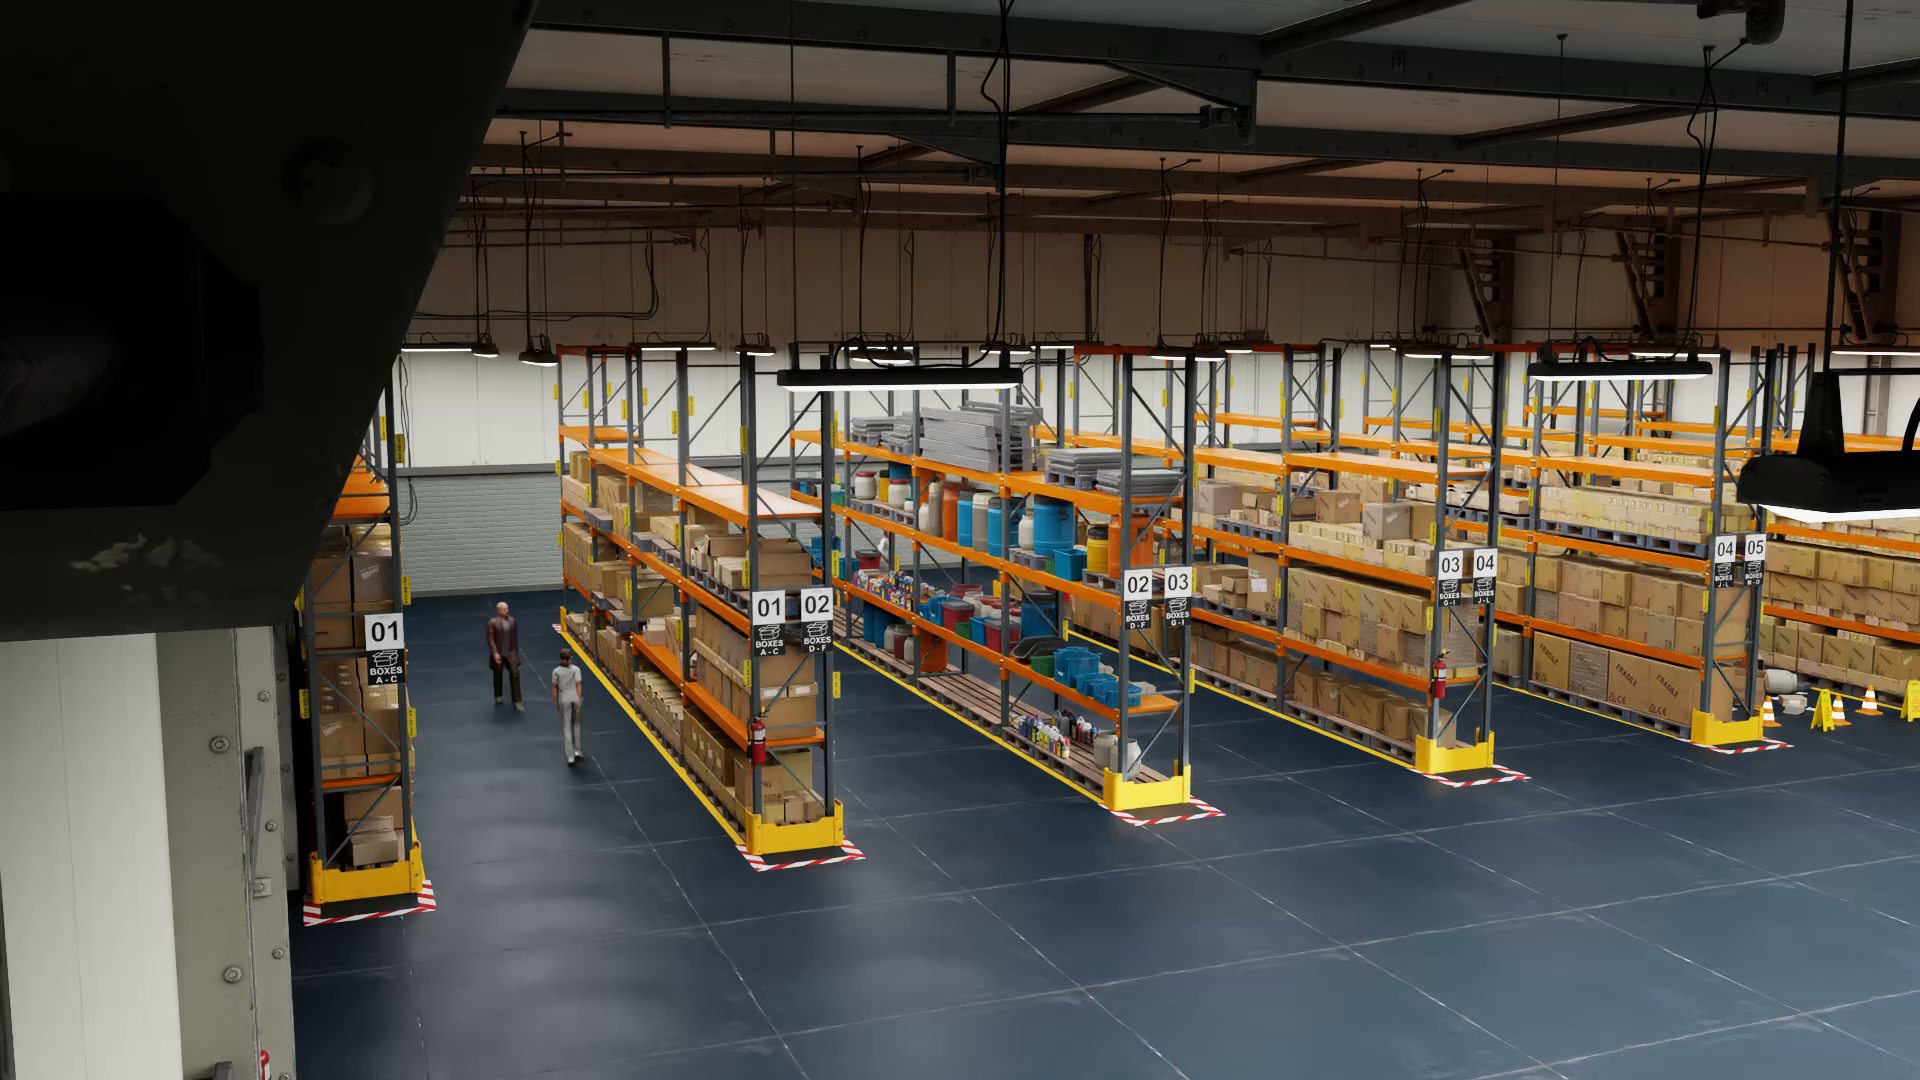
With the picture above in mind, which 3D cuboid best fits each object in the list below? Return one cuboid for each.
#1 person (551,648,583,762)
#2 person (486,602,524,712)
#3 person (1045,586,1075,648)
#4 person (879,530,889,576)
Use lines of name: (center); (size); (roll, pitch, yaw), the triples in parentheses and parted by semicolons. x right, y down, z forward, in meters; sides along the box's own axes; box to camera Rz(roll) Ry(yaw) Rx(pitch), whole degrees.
person: (-5.726, 2.433, 24.410); (0.467, 1.700, 0.664); (-3, 8, -25)
person: (-7.630, 1.936, 27.821); (0.561, 1.794, 0.942); (-4, 8, -28)
person: (1.987, 1.309, 32.900); (0.548, 1.690, 1.015); (-3, 8, -22)
person: (-1.838, 0.459, 40.263); (0.490, 1.540, 0.565); (2, 7, 14)
